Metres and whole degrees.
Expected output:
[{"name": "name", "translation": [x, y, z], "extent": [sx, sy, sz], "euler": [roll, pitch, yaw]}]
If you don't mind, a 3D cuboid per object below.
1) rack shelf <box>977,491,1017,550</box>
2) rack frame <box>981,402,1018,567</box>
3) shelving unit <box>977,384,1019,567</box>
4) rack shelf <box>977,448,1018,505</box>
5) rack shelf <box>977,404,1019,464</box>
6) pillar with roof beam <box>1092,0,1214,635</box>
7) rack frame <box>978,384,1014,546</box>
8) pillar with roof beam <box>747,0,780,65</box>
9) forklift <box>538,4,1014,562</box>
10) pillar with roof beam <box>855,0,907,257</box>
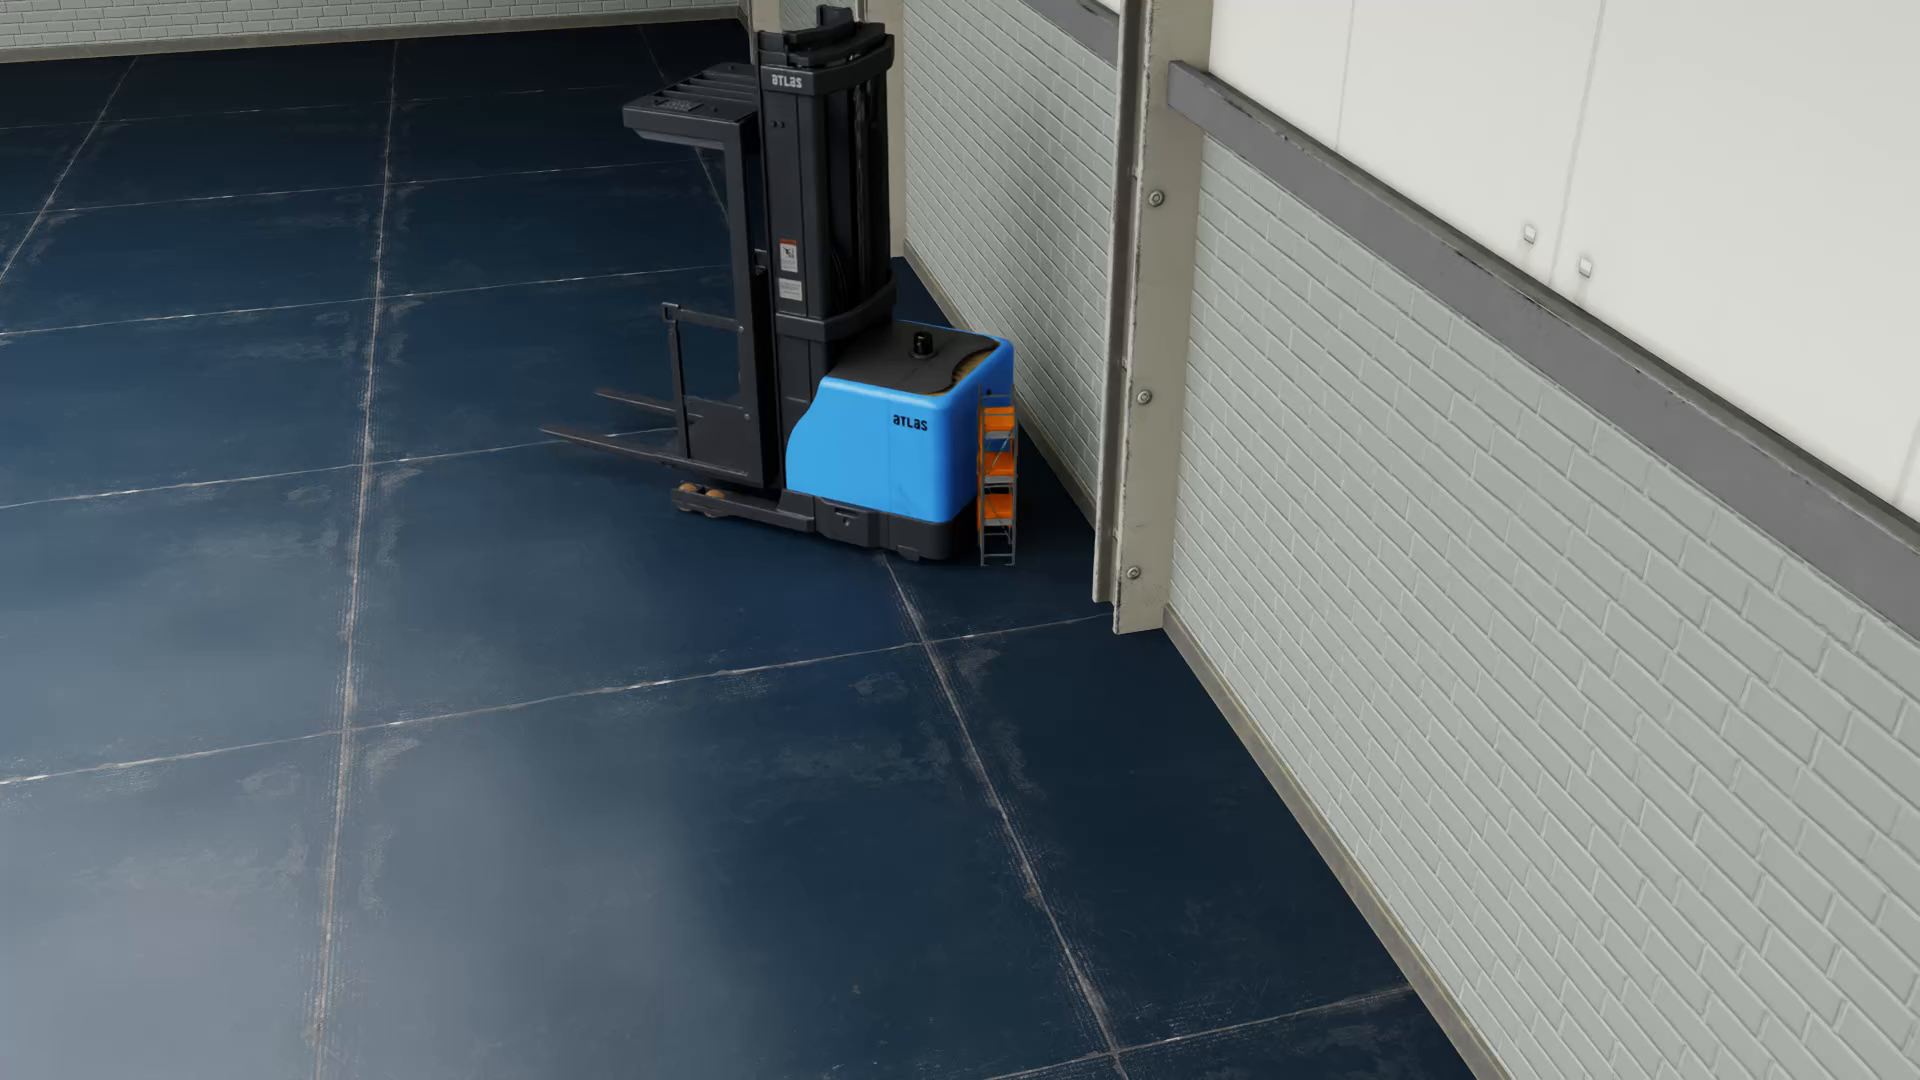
[{"name": "rack shelf", "translation": [0.213, -0.115, 9.708], "extent": [0.215, 0.259, 0.240], "euler": [-2, 30, -3]}, {"name": "rack frame", "translation": [0.222, -0.304, 9.458], "extent": [0.200, 1.050, 0.008], "euler": [-2, 30, -3]}, {"name": "shelving unit", "translation": [0.213, -0.365, 9.564], "extent": [0.215, 1.050, 0.252], "euler": [-2, 30, -3]}, {"name": "rack shelf", "translation": [0.213, -0.356, 9.569], "extent": [0.215, 0.259, 0.240], "euler": [-2, 30, -3]}, {"name": "rack shelf", "translation": [0.213, -0.602, 9.427], "extent": [0.215, 0.259, 0.240], "euler": [-2, 30, -3]}, {"name": "pillar with roof beam", "translation": [-3.203, -2.921, 6.045], "extent": [9.100, 9.000, 0.400], "euler": [-8, 31, -13]}, {"name": "rack frame", "translation": [0.205, -0.426, 9.669], "extent": [0.200, 1.050, 0.008], "euler": [-2, 30, -3]}, {"name": "pillar with roof beam", "translation": [-6.388, -8.717, 16.059], "extent": [9.100, 9.000, 0.400], "euler": [-8, 31, -13]}, {"name": "forklift", "translation": [-1.224, -1.630, 9.871], "extent": [3.031, 2.935, 1.130], "euler": [13, 33, 21]}, {"name": "pillar with roof beam", "translation": [-4.795, -5.819, 11.052], "extent": [9.100, 9.000, 0.400], "euler": [-8, 31, -13]}]
